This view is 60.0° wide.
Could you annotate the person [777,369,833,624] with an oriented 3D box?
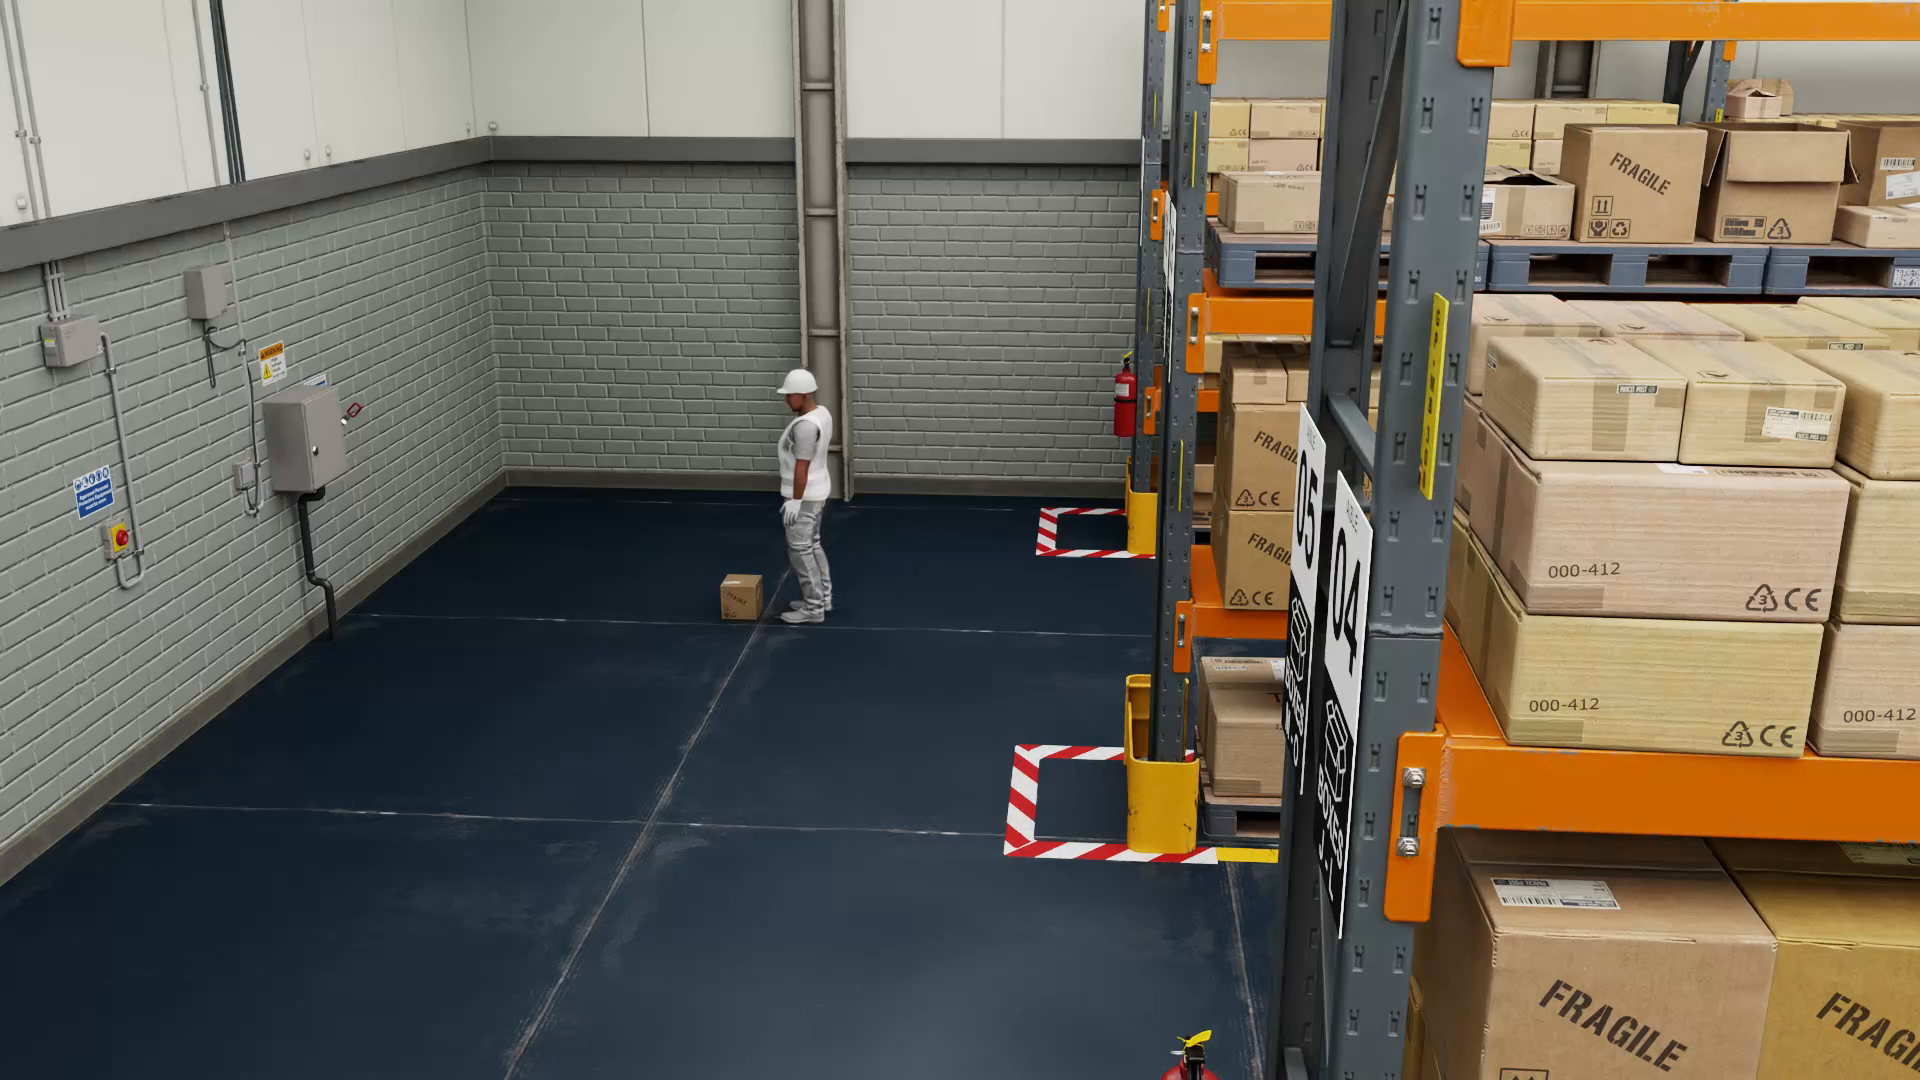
[{"bbox_3d":[-1.070,-0.304,11.503,0.360,1.779,0.548,2,17,5],"label":"person"}]
